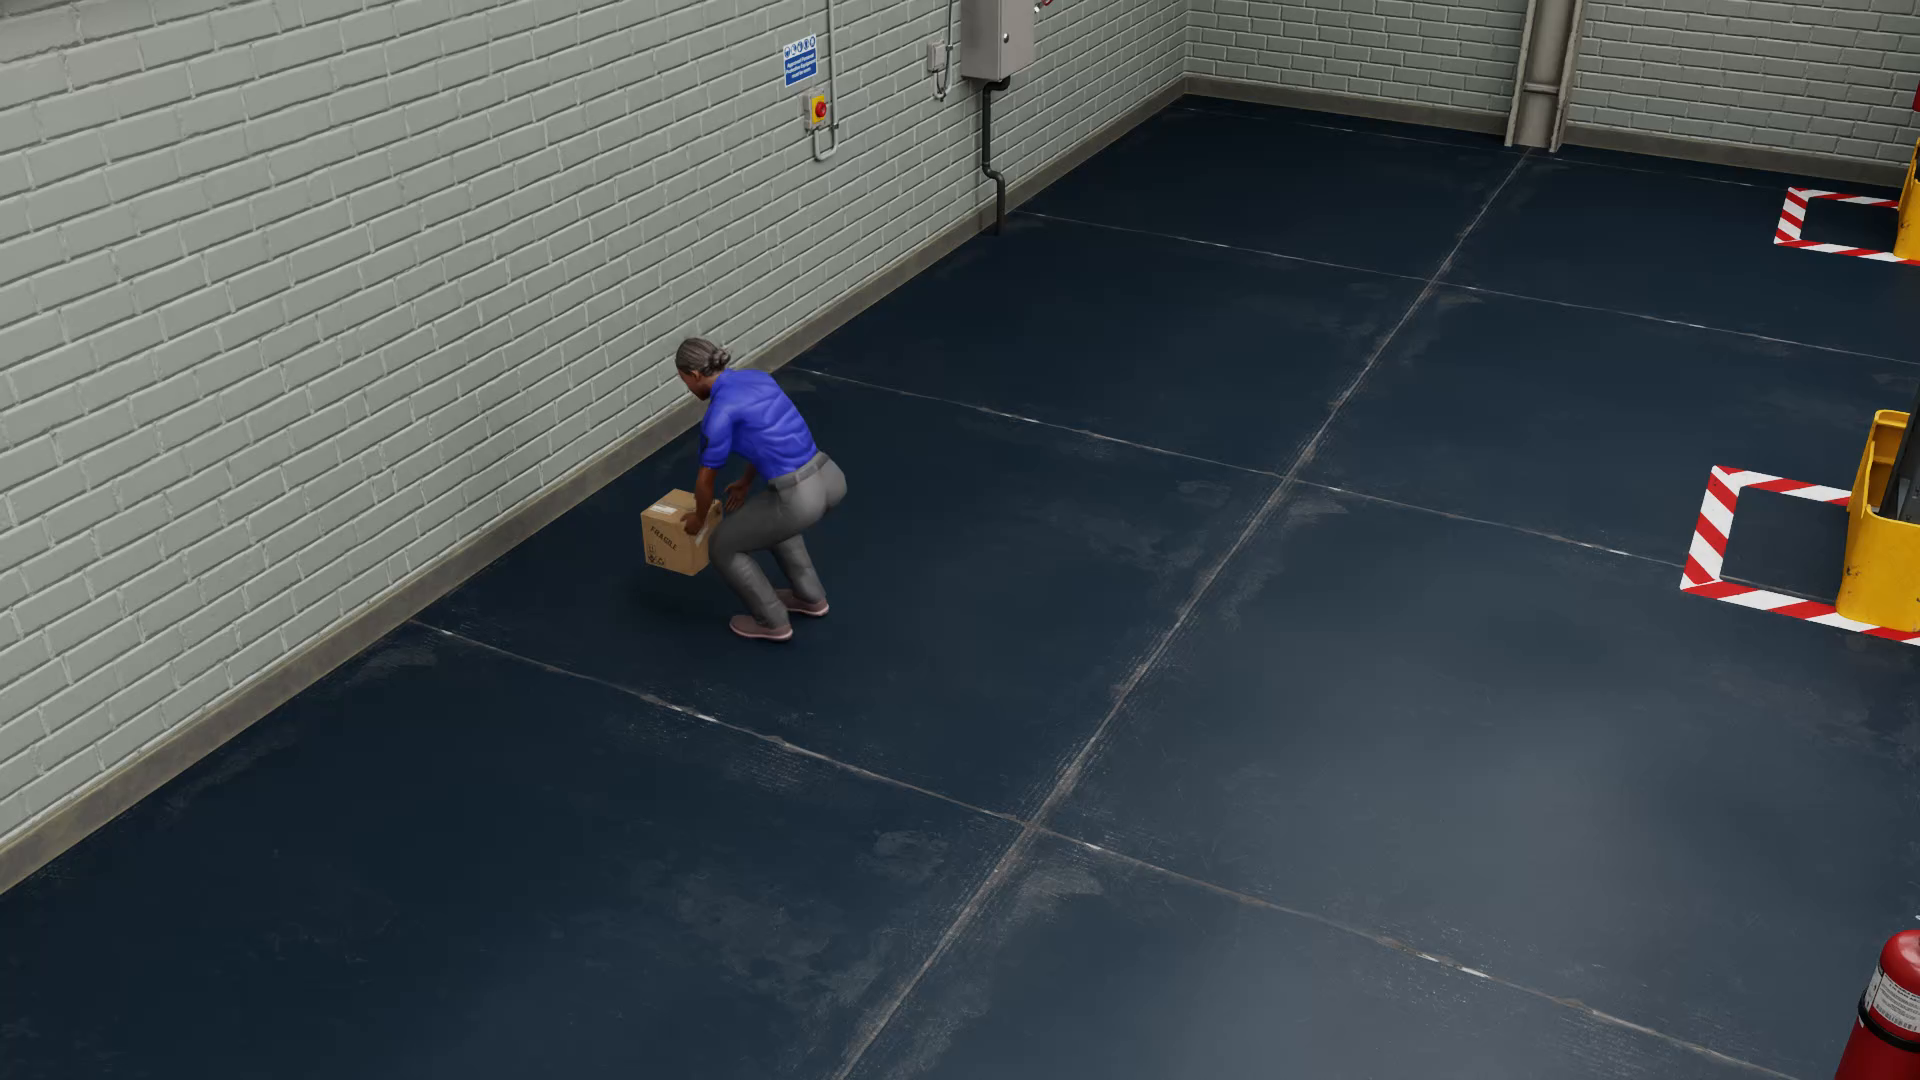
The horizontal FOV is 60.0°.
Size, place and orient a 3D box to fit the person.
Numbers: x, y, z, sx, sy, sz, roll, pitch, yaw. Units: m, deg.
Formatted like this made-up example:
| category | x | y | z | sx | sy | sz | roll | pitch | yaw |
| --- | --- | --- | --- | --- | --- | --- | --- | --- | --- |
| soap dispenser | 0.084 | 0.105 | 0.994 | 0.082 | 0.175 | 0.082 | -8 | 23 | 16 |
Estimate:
| category | x | y | z | sx | sy | sz | roll | pitch | yaw |
| --- | --- | --- | --- | --- | --- | --- | --- | --- | --- |
| person | -0.828 | -0.192 | 6.848 | 0.682 | 1.280 | 0.498 | 15 | 33 | 23 |
